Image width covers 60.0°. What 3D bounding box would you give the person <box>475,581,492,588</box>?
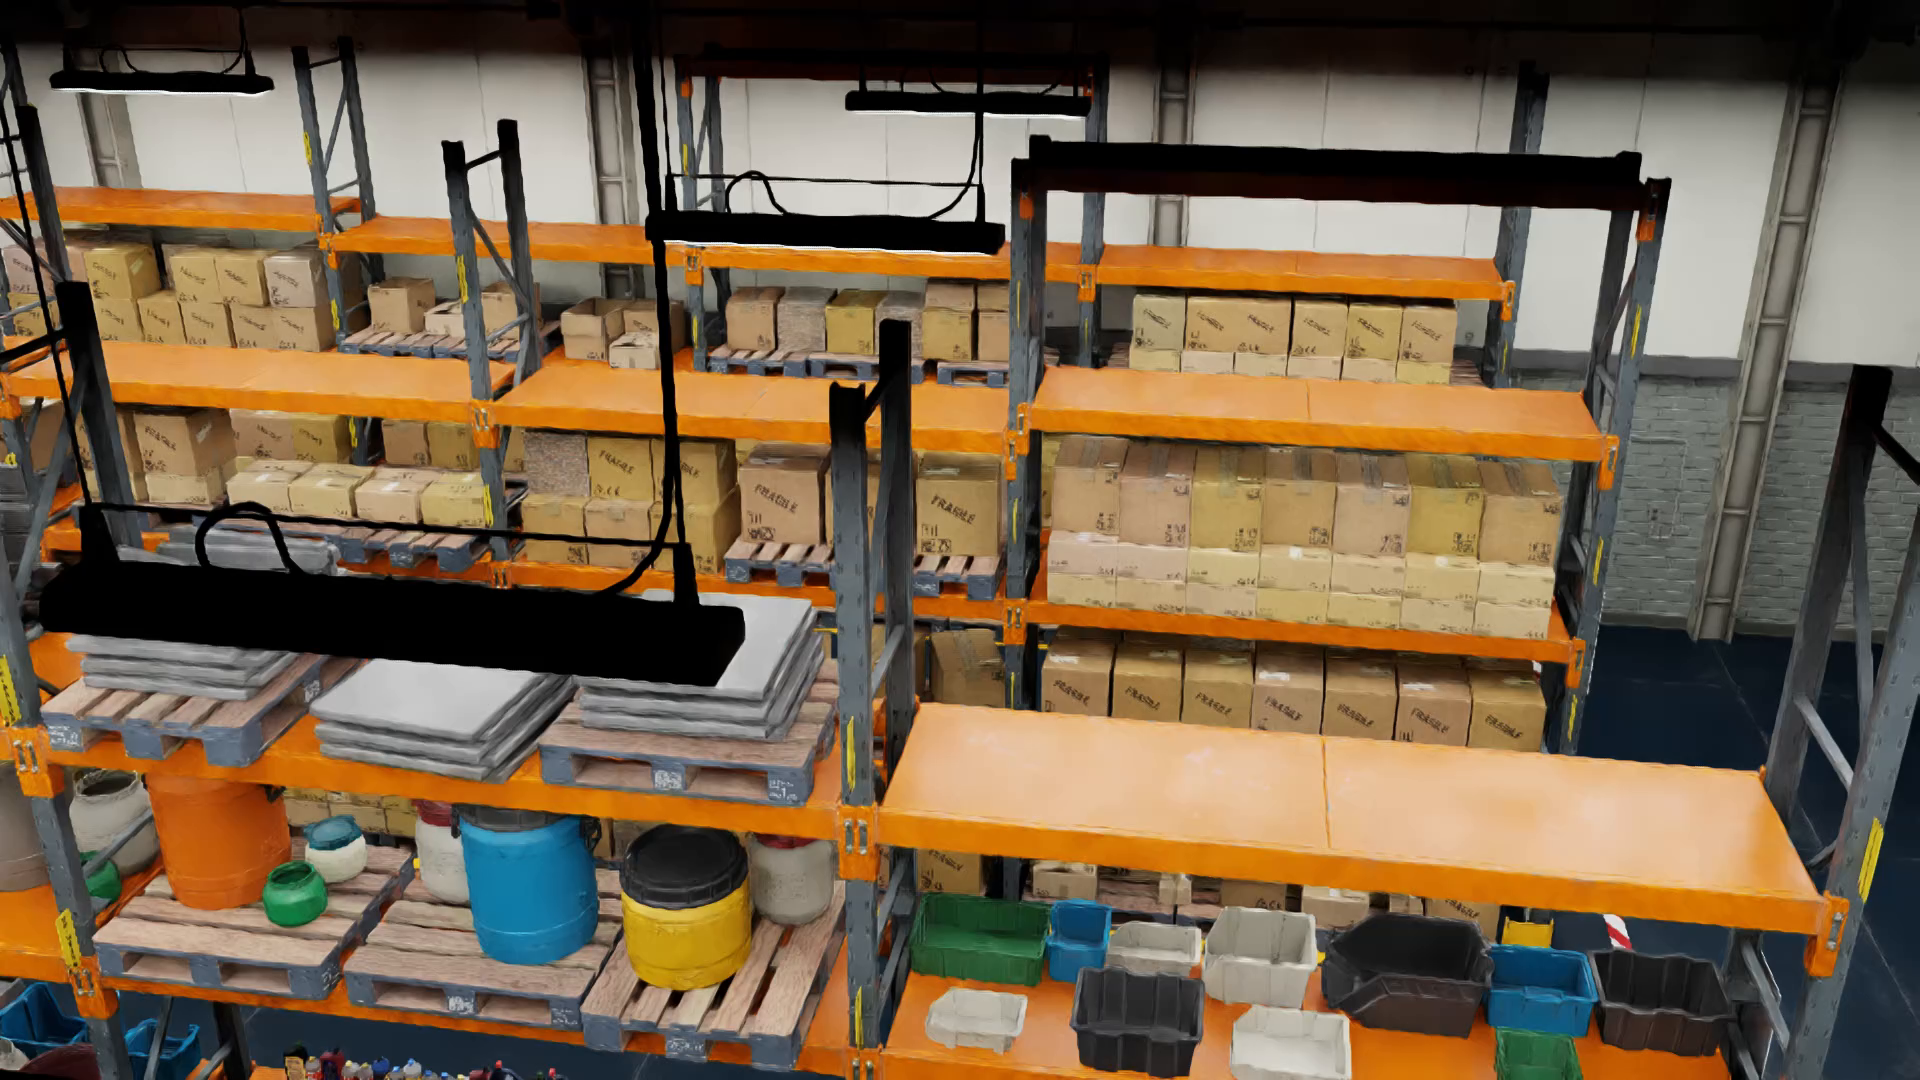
[{"bbox_3d":[-4.339,1.105,15.697,1.088,1.574,0.447,5,24,11],"label":"person"}]
